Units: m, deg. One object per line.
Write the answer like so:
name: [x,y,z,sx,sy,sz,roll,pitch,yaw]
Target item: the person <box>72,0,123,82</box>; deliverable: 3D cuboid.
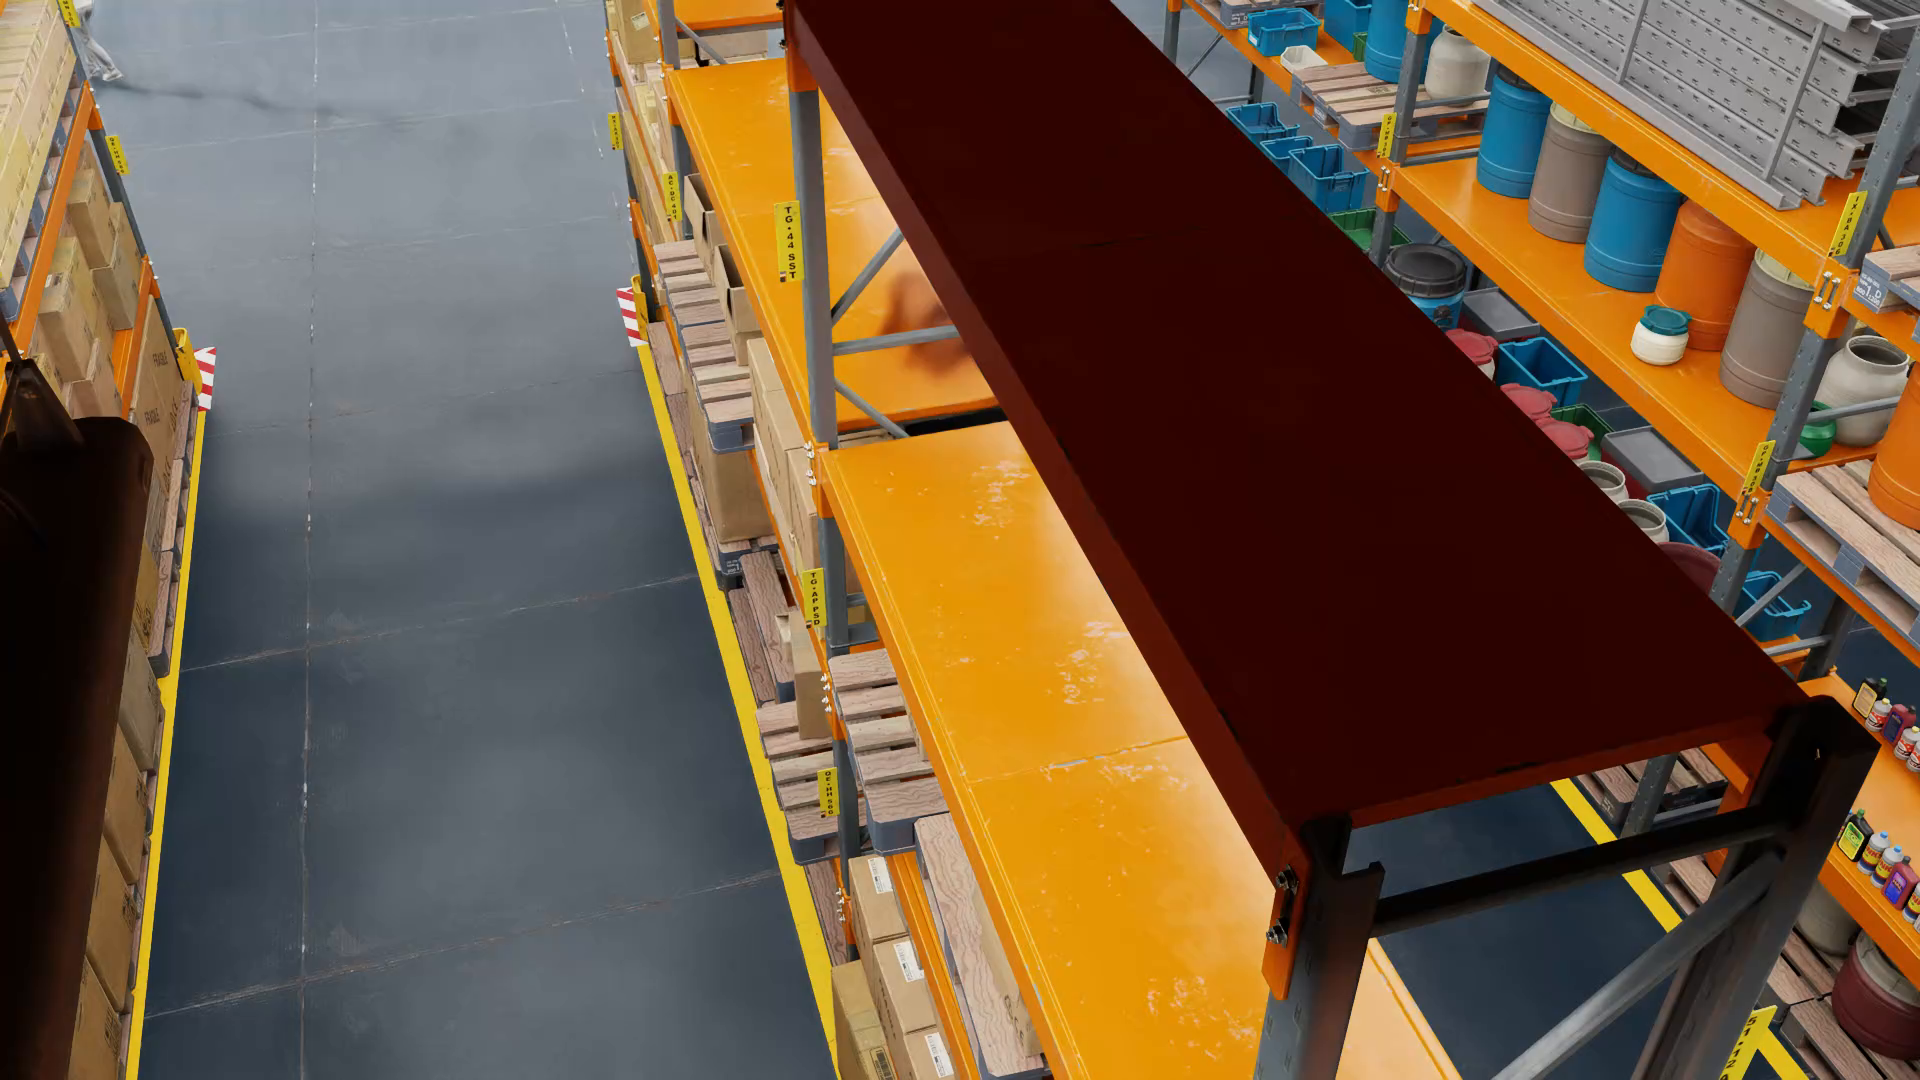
person: [-10.132,-6.075,19.132,0.709,1.753,0.593,11,40,13]
